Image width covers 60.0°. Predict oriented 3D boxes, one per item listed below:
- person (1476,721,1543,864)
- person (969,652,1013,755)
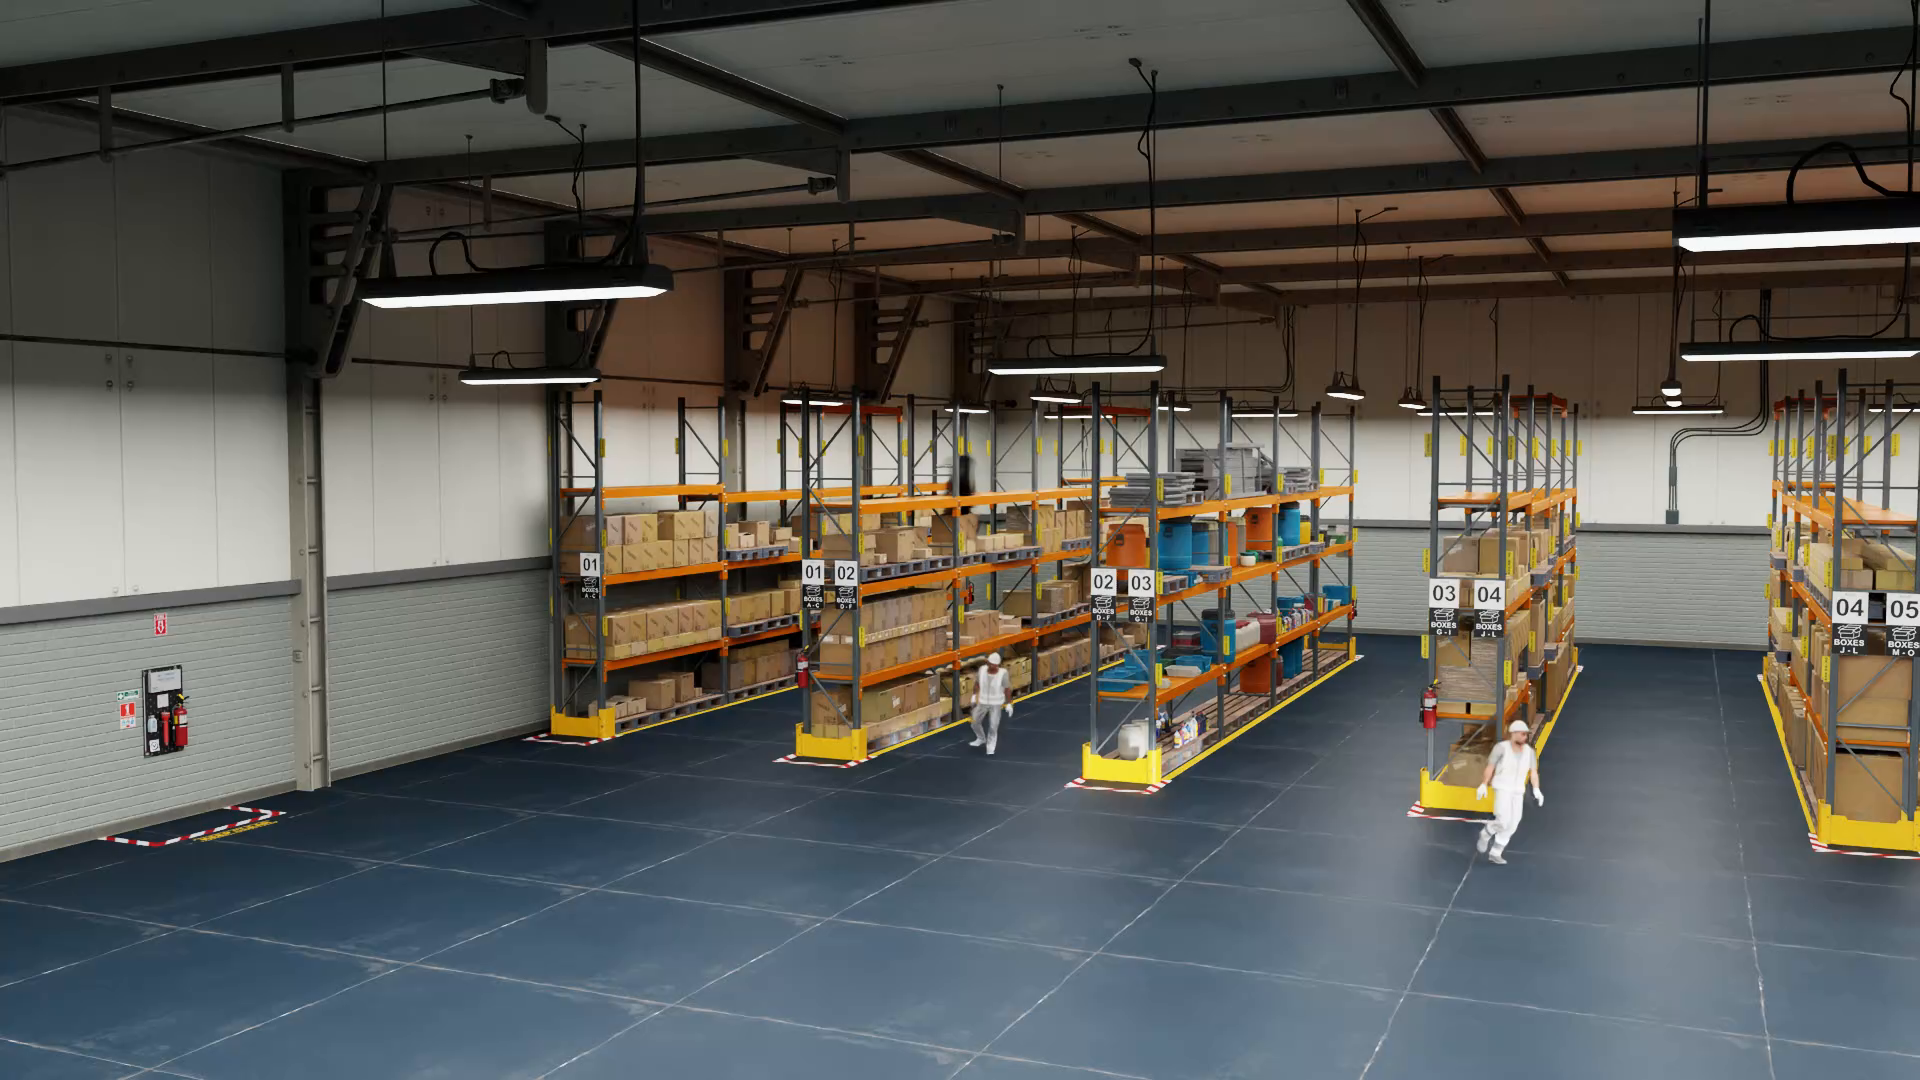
[{"bbox_3d":[6.603,3.023,19.964,0.657,1.737,0.604,-1,3,-17],"label":"person"},{"bbox_3d":[0.497,2.647,27.055,0.831,1.696,0.696,1,3,18],"label":"person"}]
